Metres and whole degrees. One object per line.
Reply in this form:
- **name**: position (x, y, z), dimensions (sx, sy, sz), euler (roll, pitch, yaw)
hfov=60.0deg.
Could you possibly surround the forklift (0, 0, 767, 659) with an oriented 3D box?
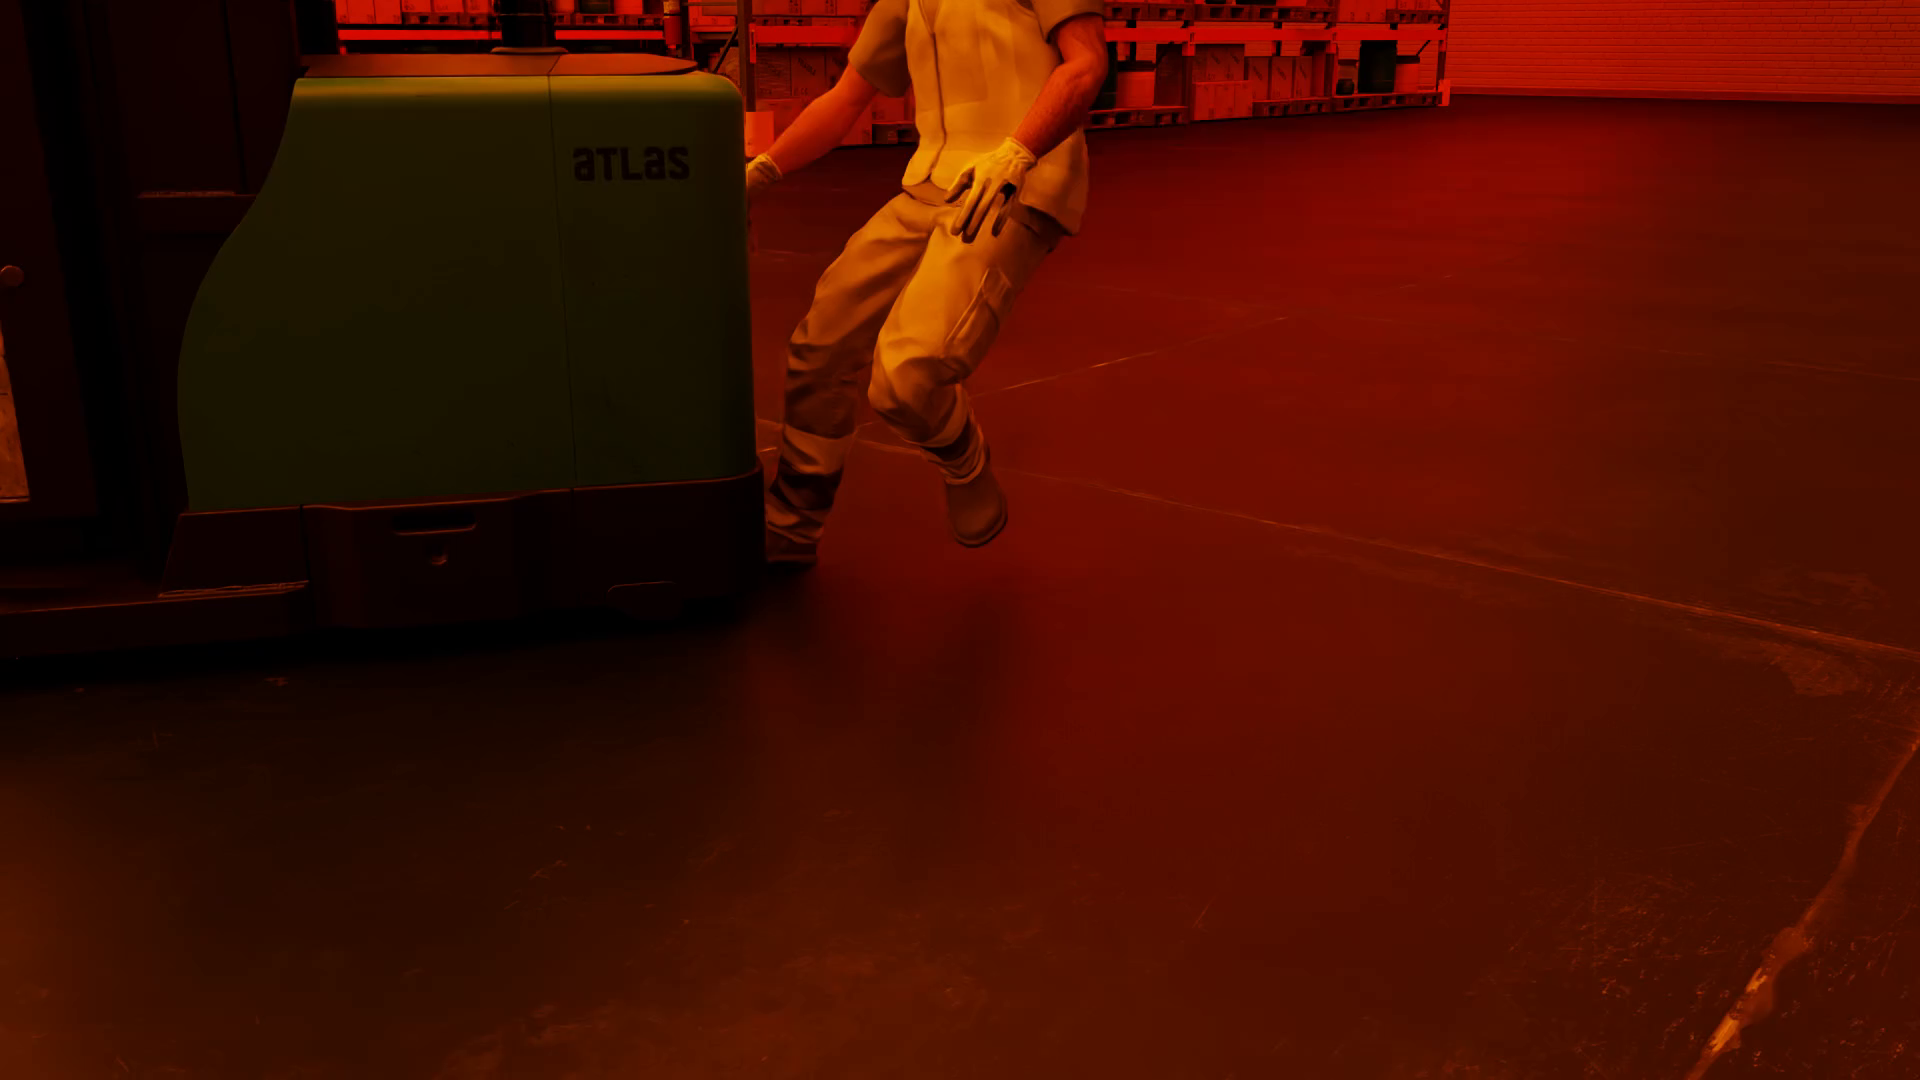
- **forklift**: position (-1.973, -1.268, 3.074), dimensions (3.031, 2.935, 1.130), euler (-4, 17, -14)

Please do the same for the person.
- **person**: position (-0.116, -0.670, 3.312), dimensions (0.667, 1.665, 0.794), euler (-11, 20, -33)
